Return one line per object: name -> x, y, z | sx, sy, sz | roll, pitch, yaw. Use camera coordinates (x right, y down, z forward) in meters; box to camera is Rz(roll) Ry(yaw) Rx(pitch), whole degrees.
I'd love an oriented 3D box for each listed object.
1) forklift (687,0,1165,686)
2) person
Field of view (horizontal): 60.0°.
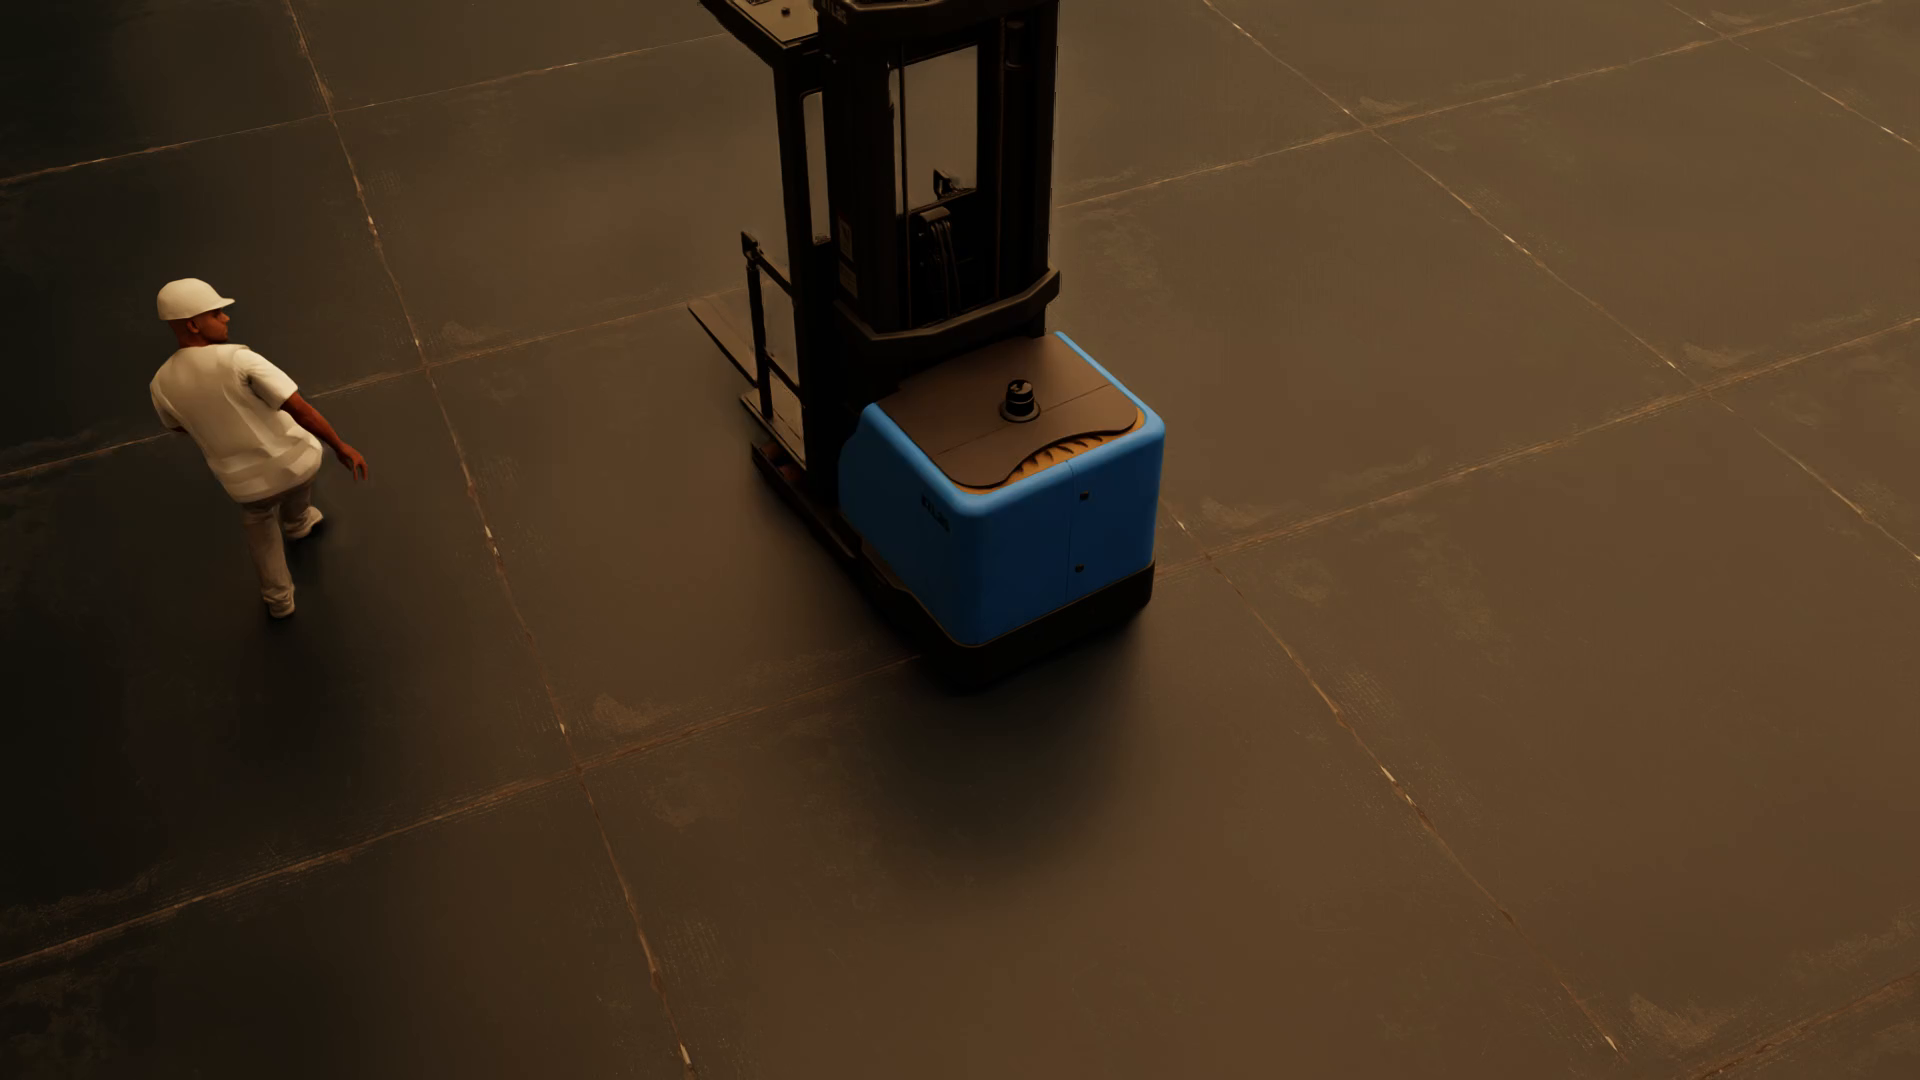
forklift -> -0.360, -1.433, 7.216 | 1.130, 2.935, 3.031 | -24, 48, -23
person -> -2.973, -0.452, 7.181 | 0.806, 1.570, 0.814 | -10, 44, -11
